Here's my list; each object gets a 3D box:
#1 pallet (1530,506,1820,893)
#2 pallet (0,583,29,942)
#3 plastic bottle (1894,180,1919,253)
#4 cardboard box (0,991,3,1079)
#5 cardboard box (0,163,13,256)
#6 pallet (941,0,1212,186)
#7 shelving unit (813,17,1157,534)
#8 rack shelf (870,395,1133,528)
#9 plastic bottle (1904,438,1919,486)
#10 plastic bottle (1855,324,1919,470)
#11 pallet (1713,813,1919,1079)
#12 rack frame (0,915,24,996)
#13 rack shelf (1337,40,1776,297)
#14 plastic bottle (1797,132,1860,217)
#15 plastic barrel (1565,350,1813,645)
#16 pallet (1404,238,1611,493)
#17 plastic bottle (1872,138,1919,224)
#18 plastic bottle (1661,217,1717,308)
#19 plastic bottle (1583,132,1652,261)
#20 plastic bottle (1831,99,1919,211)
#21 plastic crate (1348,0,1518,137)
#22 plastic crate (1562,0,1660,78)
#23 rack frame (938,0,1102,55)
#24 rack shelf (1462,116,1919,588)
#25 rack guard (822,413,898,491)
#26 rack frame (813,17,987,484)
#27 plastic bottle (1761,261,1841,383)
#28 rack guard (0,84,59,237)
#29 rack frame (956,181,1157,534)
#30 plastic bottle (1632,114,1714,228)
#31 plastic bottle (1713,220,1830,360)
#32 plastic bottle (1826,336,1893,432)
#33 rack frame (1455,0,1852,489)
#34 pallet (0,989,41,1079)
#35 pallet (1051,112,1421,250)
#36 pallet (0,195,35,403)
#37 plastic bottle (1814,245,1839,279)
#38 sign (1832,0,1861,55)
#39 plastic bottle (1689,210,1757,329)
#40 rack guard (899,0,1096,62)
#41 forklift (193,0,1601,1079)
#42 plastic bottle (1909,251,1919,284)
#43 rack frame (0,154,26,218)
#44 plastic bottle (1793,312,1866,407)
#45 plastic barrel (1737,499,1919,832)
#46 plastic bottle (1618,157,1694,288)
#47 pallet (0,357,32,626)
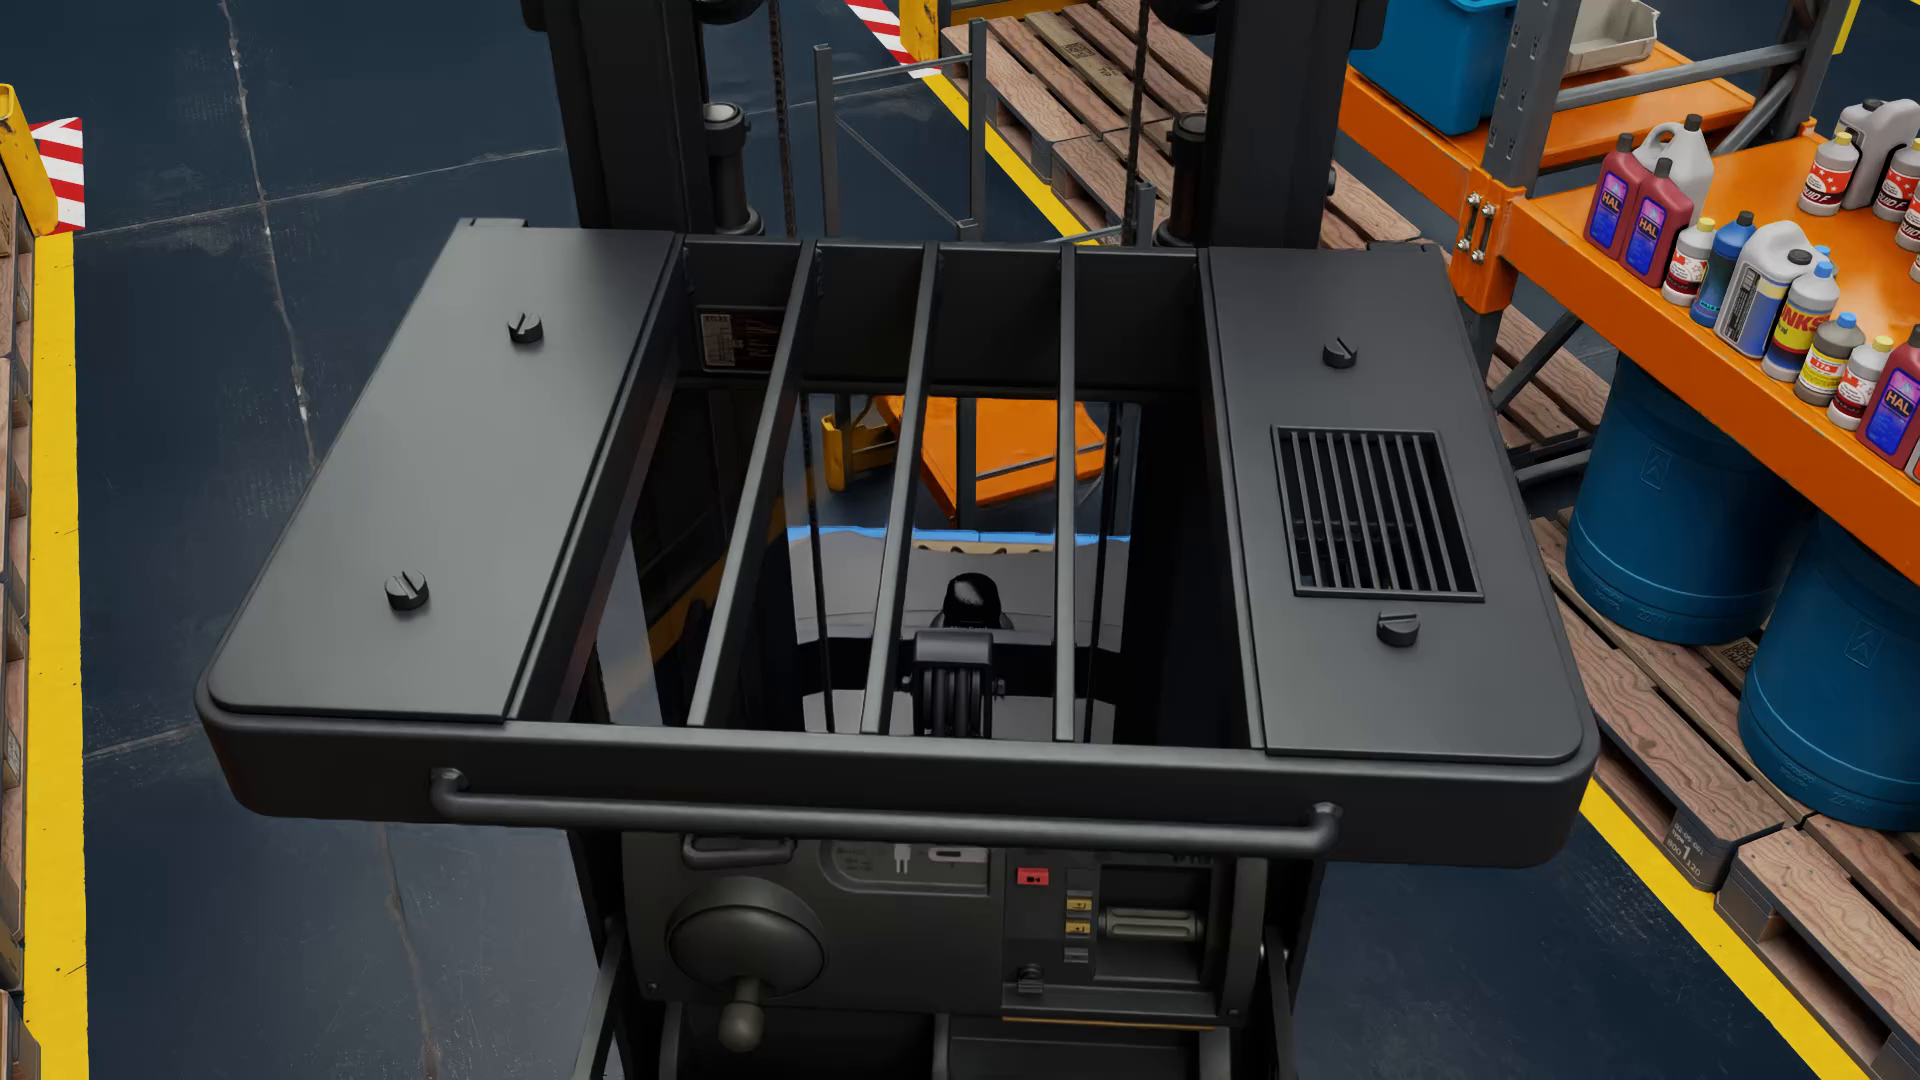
[{"bbox_3d":[2.103,0.334,4.700,1.003,0.211,1.213,-15,43,-17],"label":"pallet"},{"bbox_3d":[-2.994,0.678,4.300,1.003,0.211,1.213,-15,43,-17],"label":"pallet"},{"bbox_3d":[2.360,-0.808,4.042,0.097,0.201,0.097,0,41,0],"label":"plastic bottle"},{"bbox_3d":[-2.278,1.041,3.318,0.500,0.500,0.500,-15,43,-17],"label":"cardboard box"},{"bbox_3d":[-3.826,-1.328,6.073,0.500,0.500,0.500,-15,43,-17],"label":"cardboard box"},{"bbox_3d":[0.595,-2.045,7.466,1.003,0.211,1.213,-15,43,-17],"label":"pallet"},{"bbox_3d":[0.029,-0.523,4.708,0.587,1.500,1.083,-15,43,-17],"label":"shelving unit"},{"bbox_3d":[0.033,-0.381,4.819,0.538,0.185,1.000,-15,43,-17],"label":"rack shelf"},{"bbox_3d":[2.026,-0.220,3.301,0.152,0.276,0.135,-15,43,-17],"label":"plastic bottle"},{"bbox_3d":[1.932,-0.292,3.379,0.061,0.283,0.133,-15,43,-17],"label":"plastic bottle"},{"bbox_3d":[2.574,1.070,3.844,1.003,0.211,1.213,-15,43,-17],"label":"pallet"},{"bbox_3d":[-2.732,0.035,2.909,1.000,3.000,0.127,-15,43,-17],"label":"rack frame"},{"bbox_3d":[1.081,-2.131,5.979,1.077,0.370,4.000,-15,43,-17],"label":"rack shelf"},{"bbox_3d":[2.188,-0.925,4.177,0.097,0.201,0.097,0,41,0],"label":"plastic bottle"},{"bbox_3d":[2.039,-0.231,4.505,0.600,0.901,0.708,-15,43,-17],"label":"plastic barrel"},{"bbox_3d":[1.529,-0.575,5.757,1.003,0.211,1.213,-15,43,-17],"label":"pallet"},{"bbox_3d":[2.365,-0.904,4.153,0.097,0.201,0.097,0,41,0],"label":"plastic bottle"},{"bbox_3d":[1.704,-0.651,3.859,0.097,0.201,0.097,0,41,0],"label":"plastic bottle"},{"bbox_3d":[1.592,-0.827,4.001,0.061,0.283,0.133,-15,43,-17],"label":"plastic bottle"},{"bbox_3d":[2.296,-0.995,4.202,0.152,0.276,0.135,-15,43,-17],"label":"plastic bottle"},{"bbox_3d":[1.352,-1.412,4.557,0.392,0.384,0.575,-15,43,-17],"label":"plastic crate"},{"bbox_3d":[1.800,-1.438,4.778,0.396,0.136,0.243,-15,43,-17],"label":"plastic crate"},{"bbox_3d":[0.316,-3.609,7.146,1.000,3.000,0.127,-15,43,-17],"label":"rack frame"},{"bbox_3d":[2.611,0.279,3.177,1.077,0.370,4.000,-15,43,-17],"label":"rack shelf"},{"bbox_3d":[-0.161,-0.349,5.464,0.587,0.250,0.087,-15,43,-17],"label":"rack guard"},{"bbox_3d":[-0.162,-0.823,5.057,0.500,1.500,0.032,-15,43,-17],"label":"rack frame"},{"bbox_3d":[1.830,-0.479,3.605,0.097,0.271,0.097,0,41,0],"label":"plastic bottle"},{"bbox_3d":[-4.233,-1.382,6.473,1.175,0.500,0.348,-15,43,-17],"label":"rack guard"},{"bbox_3d":[0.227,-0.211,4.345,0.500,1.500,0.032,-15,43,-17],"label":"rack frame"},{"bbox_3d":[1.697,-0.863,3.991,0.144,0.351,0.185,-15,43,-17],"label":"plastic bottle"},{"bbox_3d":[1.811,-0.558,3.693,0.152,0.276,0.135,-15,43,-17],"label":"plastic bottle"},{"bbox_3d":[1.905,-0.335,3.492,0.097,0.201,0.097,0,41,0],"label":"plastic bottle"},{"bbox_3d":[1.846,-1.199,4.344,1.000,3.000,0.127,-15,43,-17],"label":"rack frame"},{"bbox_3d":[-2.385,1.572,3.260,1.003,0.211,1.213,-15,43,-17],"label":"pallet"},{"bbox_3d":[1.058,-1.311,6.613,1.003,0.211,1.213,-15,43,-17],"label":"pallet"},{"bbox_3d":[-3.927,-0.792,6.009,1.003,0.211,1.213,-15,43,-17],"label":"pallet"},{"bbox_3d":[1.919,-0.572,3.767,0.097,0.201,0.097,0,41,0],"label":"plastic bottle"},{"bbox_3d":[2.355,-1.440,4.412,0.100,0.325,0.005,-15,43,-17],"label":"sign"},{"bbox_3d":[1.742,-0.619,3.768,0.097,0.271,0.097,0,41,0],"label":"plastic bottle"},{"bbox_3d":[0.295,-2.672,7.974,1.175,0.500,0.348,-15,43,-17],"label":"rack guard"},{"bbox_3d":[-0.035,0.636,2.262,1.130,2.935,3.031,2,41,2],"label":"forklift"},{"bbox_3d":[2.327,-0.704,3.921,0.097,0.201,0.097,0,41,0],"label":"plastic bottle"},{"bbox_3d":[-4.262,-2.375,5.711,1.000,3.000,0.127,-15,43,-17],"label":"rack frame"},{"bbox_3d":[1.868,-0.394,3.560,0.097,0.201,0.097,0,41,0],"label":"plastic bottle"},{"bbox_3d":[2.310,0.196,4.009,0.600,0.901,0.708,-15,43,-17],"label":"plastic barrel"},{"bbox_3d":[1.643,-0.747,3.908,0.061,0.283,0.133,-15,43,-17],"label":"plastic bottle"},{"bbox_3d":[-3.464,-0.058,5.156,1.003,0.211,1.213,-15,43,-17],"label":"pallet"}]
